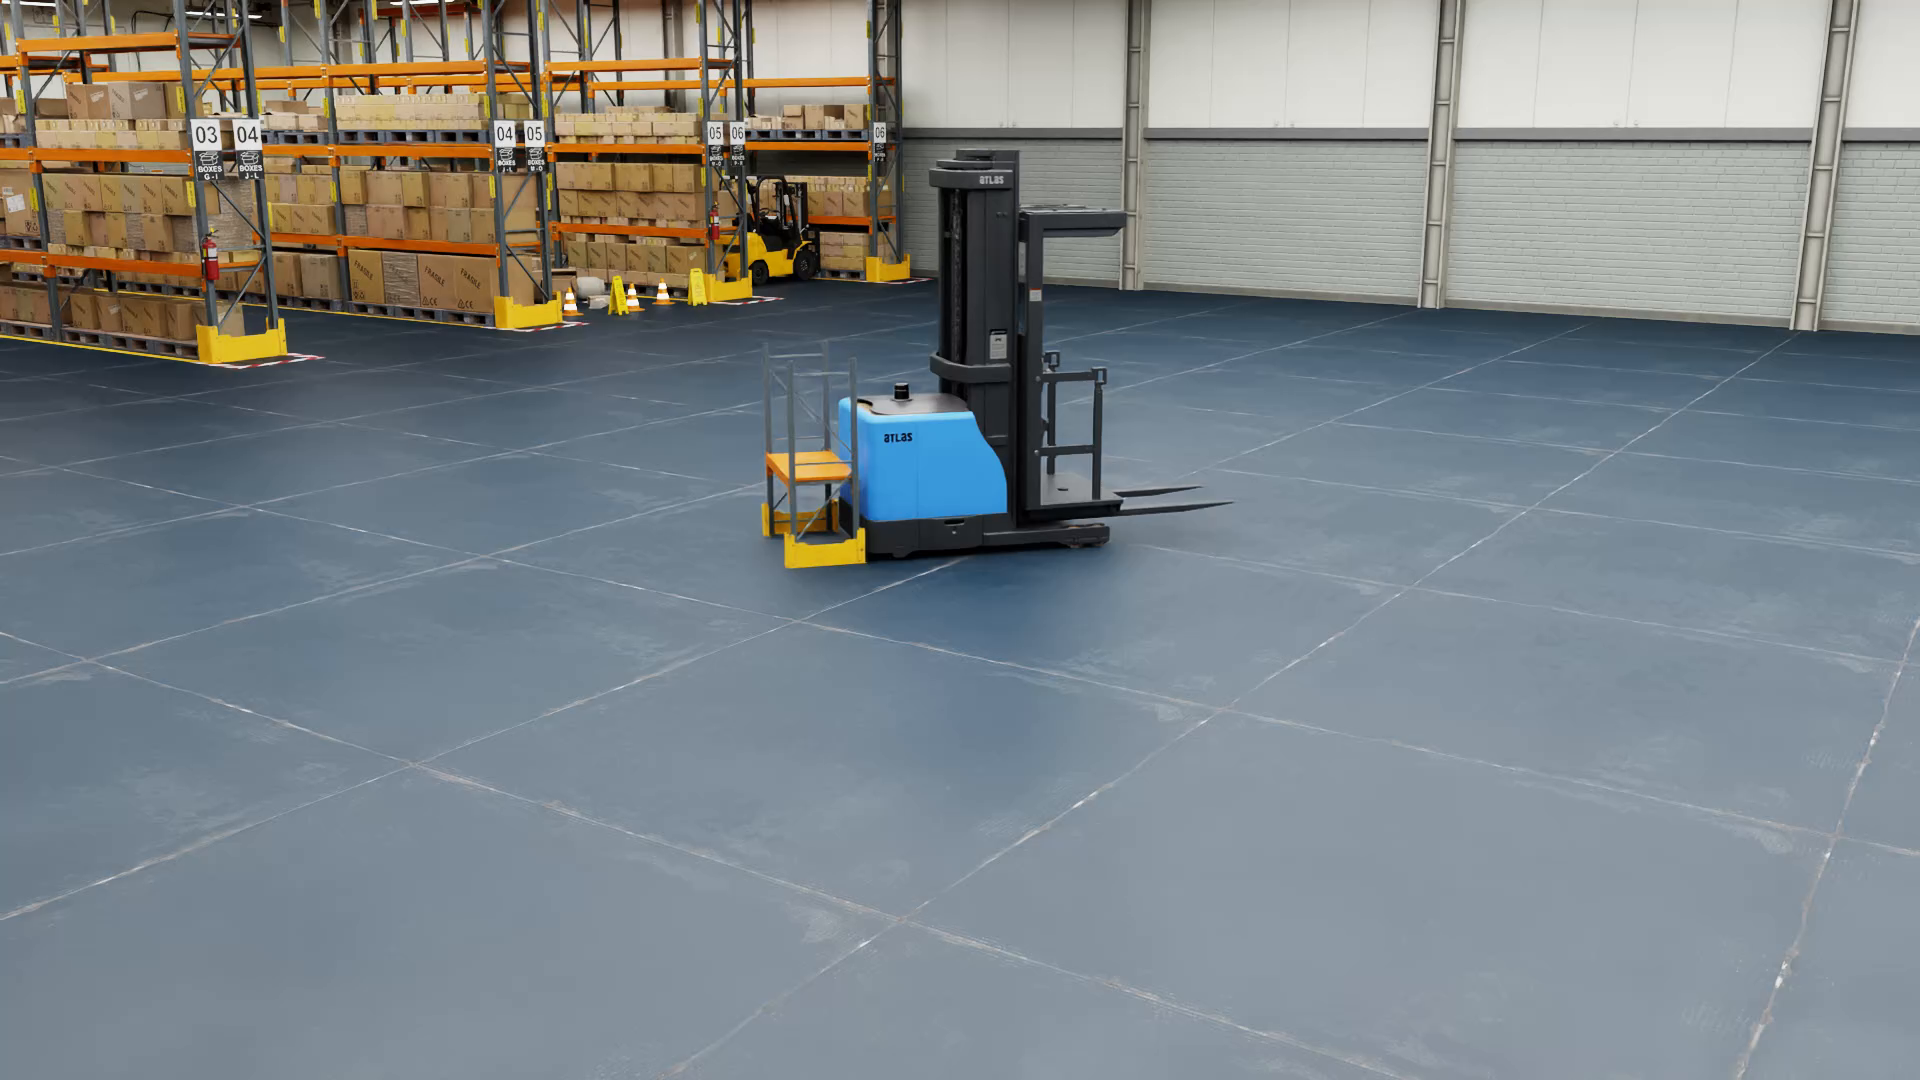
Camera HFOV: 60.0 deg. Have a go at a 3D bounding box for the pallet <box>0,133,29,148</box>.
[{"bbox_3d":[-13.594,-5.962,24.814,1.003,0.211,1.213,9,17,33],"label":"pallet"}]

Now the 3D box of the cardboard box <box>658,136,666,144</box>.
[{"bbox_3d":[-5.343,-7.375,30.655,0.250,0.149,0.380,9,17,33],"label":"cardboard box"}]

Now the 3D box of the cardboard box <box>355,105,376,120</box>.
[{"bbox_3d":[-9.620,-7.060,27.469,0.500,0.250,0.500,9,17,32],"label":"cardboard box"}]

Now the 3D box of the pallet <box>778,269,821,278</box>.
[{"bbox_3d":[-3.190,-5.827,35.924,1.213,0.211,1.003,9,17,33],"label":"pallet"}]

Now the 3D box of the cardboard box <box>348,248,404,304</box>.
[{"bbox_3d":[-9.806,-4.543,28.480,0.875,0.875,0.875,9,17,34],"label":"cardboard box"}]

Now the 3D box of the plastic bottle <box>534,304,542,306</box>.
[{"bbox_3d":[-7.453,-4.123,29.351,0.283,0.061,0.133,3,14,14],"label":"plastic bottle"}]

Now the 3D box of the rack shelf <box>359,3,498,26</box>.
[{"bbox_3d":[-13.141,-12.977,41.098,4.000,0.370,1.077,9,17,33],"label":"rack shelf"}]

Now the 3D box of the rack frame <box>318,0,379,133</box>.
[{"bbox_3d":[-10.289,-8.381,27.951,0.127,3.000,1.000,9,17,33],"label":"rack frame"}]

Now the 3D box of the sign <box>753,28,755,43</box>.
[{"bbox_3d":[-4.513,-11.009,36.295,0.005,0.325,0.100,9,17,33],"label":"sign"}]

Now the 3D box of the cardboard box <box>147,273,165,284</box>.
[{"bbox_3d":[-15.177,-5.170,31.793,0.500,0.500,0.500,8,16,30],"label":"cardboard box"}]

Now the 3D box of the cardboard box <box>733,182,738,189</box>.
[{"bbox_3d":[-4.726,-7.728,36.239,0.250,0.149,0.380,9,16,32],"label":"cardboard box"}]

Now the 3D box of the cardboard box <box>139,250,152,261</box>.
[{"bbox_3d":[-11.220,-3.996,23.247,0.250,0.149,0.380,9,17,33],"label":"cardboard box"}]

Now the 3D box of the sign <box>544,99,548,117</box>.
[{"bbox_3d":[-7.917,-8.256,31.795,0.005,0.325,0.100,9,17,33],"label":"sign"}]

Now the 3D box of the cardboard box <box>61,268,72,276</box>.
[{"bbox_3d":[-17.867,-5.420,33.535,0.250,0.149,0.380,9,16,31],"label":"cardboard box"}]

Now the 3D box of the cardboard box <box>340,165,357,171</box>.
[{"bbox_3d":[-13.192,-7.829,35.919,0.500,0.500,0.500,9,16,31],"label":"cardboard box"}]

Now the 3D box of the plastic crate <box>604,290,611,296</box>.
[{"bbox_3d":[-6.765,-4.678,31.554,0.583,0.080,0.402,3,14,14],"label":"plastic crate"}]

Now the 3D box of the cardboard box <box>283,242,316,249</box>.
[{"bbox_3d":[-14.710,-6.608,37.732,0.875,0.438,0.875,9,16,32],"label":"cardboard box"}]

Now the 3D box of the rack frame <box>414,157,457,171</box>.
[{"bbox_3d":[-10.930,-7.006,34.881,0.127,3.000,1.000,9,17,33],"label":"rack frame"}]

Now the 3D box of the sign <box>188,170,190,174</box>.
[{"bbox_3d":[-17.882,-8.427,38.657,0.005,0.325,0.100,9,17,33],"label":"sign"}]

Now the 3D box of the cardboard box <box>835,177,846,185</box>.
[{"bbox_3d":[-2.393,-7.493,34.674,0.250,0.149,0.380,10,17,34],"label":"cardboard box"}]

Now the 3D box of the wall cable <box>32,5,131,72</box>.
[{"bbox_3d":[-22.023,-11.847,41.953,0.029,3.000,2.355,9,17,33],"label":"wall cable"}]

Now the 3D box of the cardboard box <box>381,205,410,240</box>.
[{"bbox_3d":[-9.125,-5.329,27.797,0.550,0.550,0.875,9,17,33],"label":"cardboard box"}]

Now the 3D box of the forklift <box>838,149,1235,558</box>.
[{"bbox_3d":[0.630,-1.476,12.687,3.031,2.935,1.130,-4,15,-17],"label":"forklift"}]

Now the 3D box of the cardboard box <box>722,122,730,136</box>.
[{"bbox_3d":[-4.560,-7.581,30.656,0.500,0.250,0.500,9,16,32],"label":"cardboard box"}]

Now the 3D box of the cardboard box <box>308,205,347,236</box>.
[{"bbox_3d":[-10.871,-5.534,28.727,0.500,0.500,0.500,9,17,32],"label":"cardboard box"}]

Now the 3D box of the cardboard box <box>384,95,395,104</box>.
[{"bbox_3d":[-9.120,-7.155,27.024,0.250,0.149,0.380,9,17,33],"label":"cardboard box"}]

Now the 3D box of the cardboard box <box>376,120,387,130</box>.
[{"bbox_3d":[-9.332,-6.802,27.259,0.250,0.149,0.380,9,16,32],"label":"cardboard box"}]

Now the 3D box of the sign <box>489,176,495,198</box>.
[{"bbox_3d":[-7.285,-5.503,25.908,0.005,0.325,0.100,9,17,33],"label":"sign"}]

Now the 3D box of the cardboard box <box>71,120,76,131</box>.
[{"bbox_3d":[-12.343,-5.878,23.565,0.250,0.149,0.380,10,17,34],"label":"cardboard box"}]

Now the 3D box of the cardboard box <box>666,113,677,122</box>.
[{"bbox_3d":[-5.151,-7.713,30.360,0.250,0.149,0.380,9,16,32],"label":"cardboard box"}]

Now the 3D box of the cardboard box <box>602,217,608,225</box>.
[{"bbox_3d":[-6.628,-6.118,31.819,0.250,0.149,0.380,9,17,33],"label":"cardboard box"}]

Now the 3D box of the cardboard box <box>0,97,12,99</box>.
[{"bbox_3d":[-15.091,-6.627,25.860,0.500,0.500,0.500,10,17,34],"label":"cardboard box"}]

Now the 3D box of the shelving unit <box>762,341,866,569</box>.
[{"bbox_3d":[-1.116,-0.665,12.384,0.587,1.500,1.083,-4,14,-15],"label":"shelving unit"}]

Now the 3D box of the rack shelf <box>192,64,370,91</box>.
[{"bbox_3d":[-11.949,-8.106,29.169,4.000,0.370,1.077,9,17,33],"label":"rack shelf"}]

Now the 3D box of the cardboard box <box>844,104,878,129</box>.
[{"bbox_3d":[-2.028,-8.691,34.155,0.500,0.500,0.500,10,17,35],"label":"cardboard box"}]

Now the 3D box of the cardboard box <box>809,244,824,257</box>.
[{"bbox_3d":[-2.953,-6.172,35.322,0.500,0.250,0.500,9,16,32],"label":"cardboard box"}]

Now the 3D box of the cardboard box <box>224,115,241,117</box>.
[{"bbox_3d":[-12.715,-7.433,29.593,0.500,0.250,0.500,10,17,34],"label":"cardboard box"}]

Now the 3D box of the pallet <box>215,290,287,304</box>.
[{"bbox_3d":[-12.996,-4.531,30.686,1.213,0.211,1.003,9,17,33],"label":"pallet"}]

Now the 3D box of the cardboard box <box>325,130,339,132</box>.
[{"bbox_3d":[-13.394,-8.849,35.698,0.250,0.166,0.380,8,16,29],"label":"cardboard box"}]

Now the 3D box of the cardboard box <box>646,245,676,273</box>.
[{"bbox_3d":[-5.537,-5.291,31.241,0.500,0.500,0.500,10,17,35],"label":"cardboard box"}]

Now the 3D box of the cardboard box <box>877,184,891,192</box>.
[{"bbox_3d":[-1.661,-7.384,34.850,0.250,0.149,0.380,9,16,31],"label":"cardboard box"}]

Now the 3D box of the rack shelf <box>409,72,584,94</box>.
[{"bbox_3d":[-9.270,-9.106,33.211,4.000,0.370,1.077,9,17,33],"label":"rack shelf"}]

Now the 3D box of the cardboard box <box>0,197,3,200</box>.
[{"bbox_3d":[-15.471,-5.163,26.354,0.500,0.500,0.700,12,19,41],"label":"cardboard box"}]

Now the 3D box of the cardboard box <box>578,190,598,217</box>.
[{"bbox_3d":[-6.971,-6.485,31.950,0.500,0.500,0.500,9,17,33],"label":"cardboard box"}]

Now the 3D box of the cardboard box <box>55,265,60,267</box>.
[{"bbox_3d":[-18.206,-5.634,33.782,0.250,0.149,0.380,10,17,34],"label":"cardboard box"}]

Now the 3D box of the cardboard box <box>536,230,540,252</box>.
[{"bbox_3d":[-9.920,-7.205,40.014,0.500,0.500,0.500,8,16,31],"label":"cardboard box"}]

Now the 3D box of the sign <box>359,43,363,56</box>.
[{"bbox_3d":[-15.104,-12.364,41.935,0.005,0.325,0.100,9,17,33],"label":"sign"}]

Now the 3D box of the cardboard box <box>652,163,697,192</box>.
[{"bbox_3d":[-5.253,-6.705,30.760,0.500,0.500,0.700,9,17,33],"label":"cardboard box"}]

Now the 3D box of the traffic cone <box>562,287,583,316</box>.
[{"bbox_3d":[-6.618,-4.055,28.241,0.334,0.463,0.336,9,17,33],"label":"traffic cone"}]

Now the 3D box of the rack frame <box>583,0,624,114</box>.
[{"bbox_3d":[-8.162,-10.908,38.160,0.127,3.000,1.000,9,17,33],"label":"rack frame"}]

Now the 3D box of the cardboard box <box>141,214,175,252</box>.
[{"bbox_3d":[-10.745,-4.272,23.011,0.500,0.500,0.875,9,17,33],"label":"cardboard box"}]

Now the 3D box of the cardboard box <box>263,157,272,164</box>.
[{"bbox_3d":[-15.489,-8.518,37.351,0.250,0.149,0.380,9,17,32],"label":"cardboard box"}]

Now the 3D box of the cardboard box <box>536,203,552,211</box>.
[{"bbox_3d":[-8.191,-6.565,32.750,0.250,0.149,0.380,9,17,34],"label":"cardboard box"}]

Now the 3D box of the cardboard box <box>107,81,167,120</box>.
[{"bbox_3d":[-11.250,-6.006,22.732,0.500,0.500,0.500,9,17,33],"label":"cardboard box"}]
